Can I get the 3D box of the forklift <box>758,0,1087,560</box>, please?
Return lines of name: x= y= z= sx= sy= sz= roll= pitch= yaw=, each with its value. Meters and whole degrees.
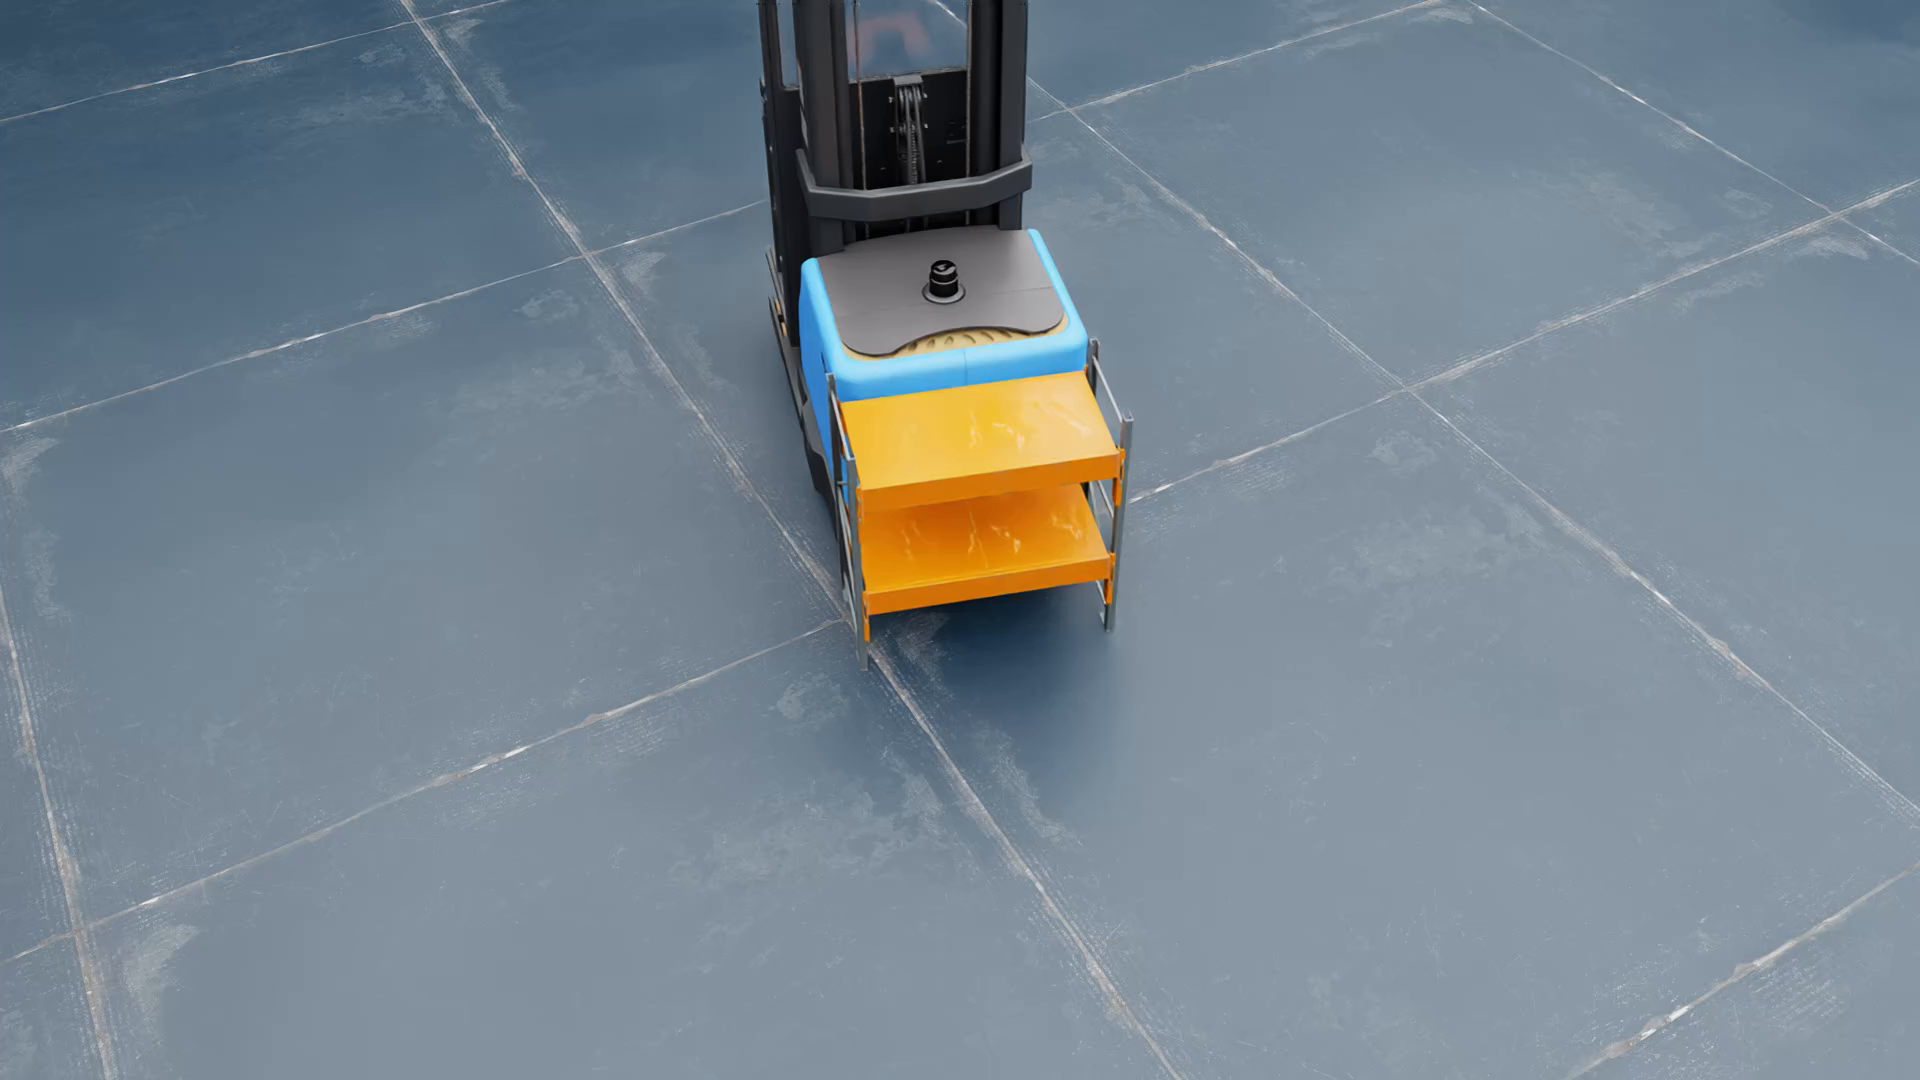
forklift: x=-0.320 y=-1.999 z=7.135 sx=1.130 sy=2.935 sz=3.031 roll=-9 pitch=45 yaw=-9

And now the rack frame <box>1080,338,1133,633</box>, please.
rack frame: x=0.561 y=-0.197 z=6.574 sx=0.032 sy=1.125 sz=0.500 roll=-8 pitch=45 yaw=-9

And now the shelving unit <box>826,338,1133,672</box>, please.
shelving unit: x=0.064 y=-0.123 z=6.499 sx=1.048 sy=1.125 sz=0.538 roll=-8 pitch=45 yaw=-9

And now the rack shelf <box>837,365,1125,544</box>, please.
rack shelf: x=0.064 y=-0.333 z=6.295 sx=1.000 sy=0.278 sz=0.538 roll=-8 pitch=45 yaw=-9

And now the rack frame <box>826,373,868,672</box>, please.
rack frame: x=-0.433 y=-0.050 z=6.423 sx=0.032 sy=1.125 sz=0.500 roll=-8 pitch=45 yaw=-9

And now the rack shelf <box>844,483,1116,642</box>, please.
rack shelf: x=0.064 y=0.052 z=6.669 sx=1.000 sy=0.278 sz=0.538 roll=-8 pitch=45 yaw=-9
